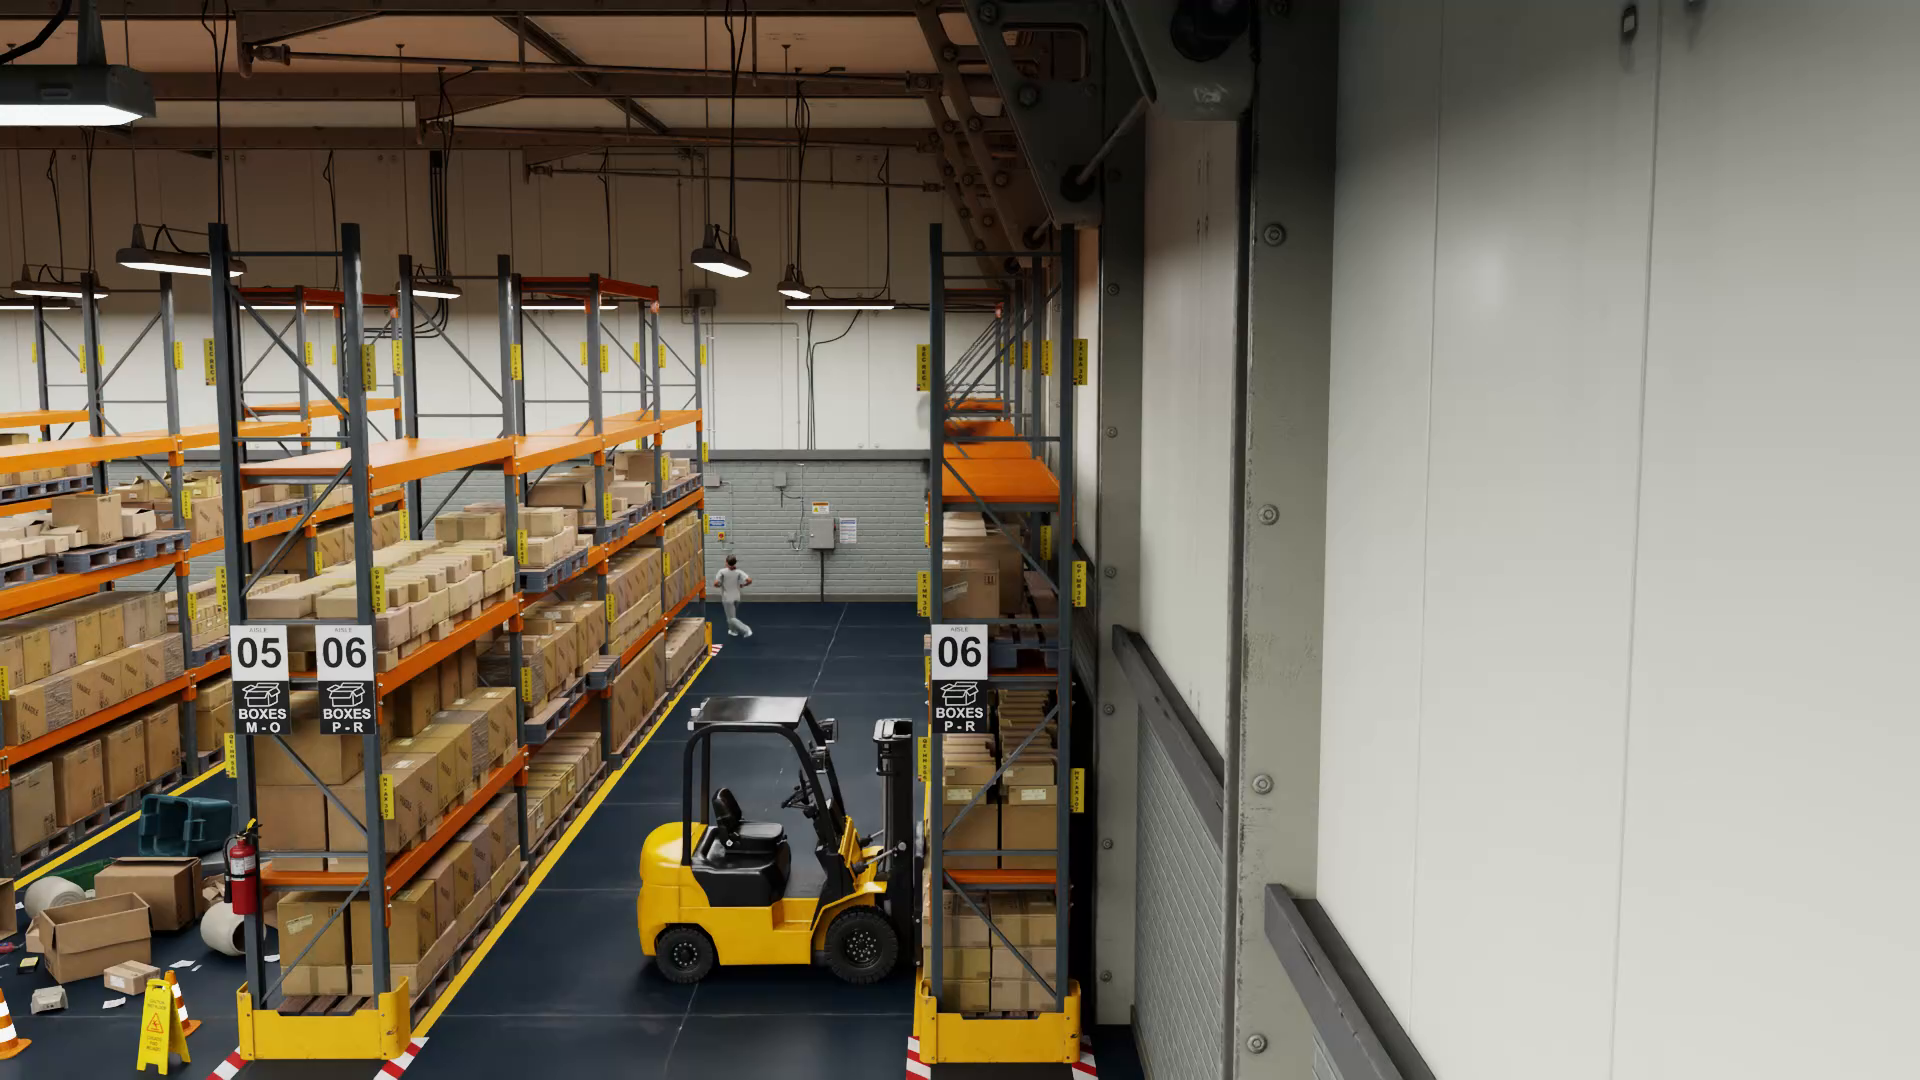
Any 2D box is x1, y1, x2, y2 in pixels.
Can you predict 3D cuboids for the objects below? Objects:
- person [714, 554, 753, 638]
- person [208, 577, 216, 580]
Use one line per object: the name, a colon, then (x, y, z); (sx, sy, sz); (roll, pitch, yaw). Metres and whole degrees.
person: (-4.025, 0.996, 29.222); (0.646, 1.515, 1.046); (-6, 9, -39)
person: (-11.495, 1.351, 26.112); (0.629, 1.658, 0.836); (1, 7, 11)
